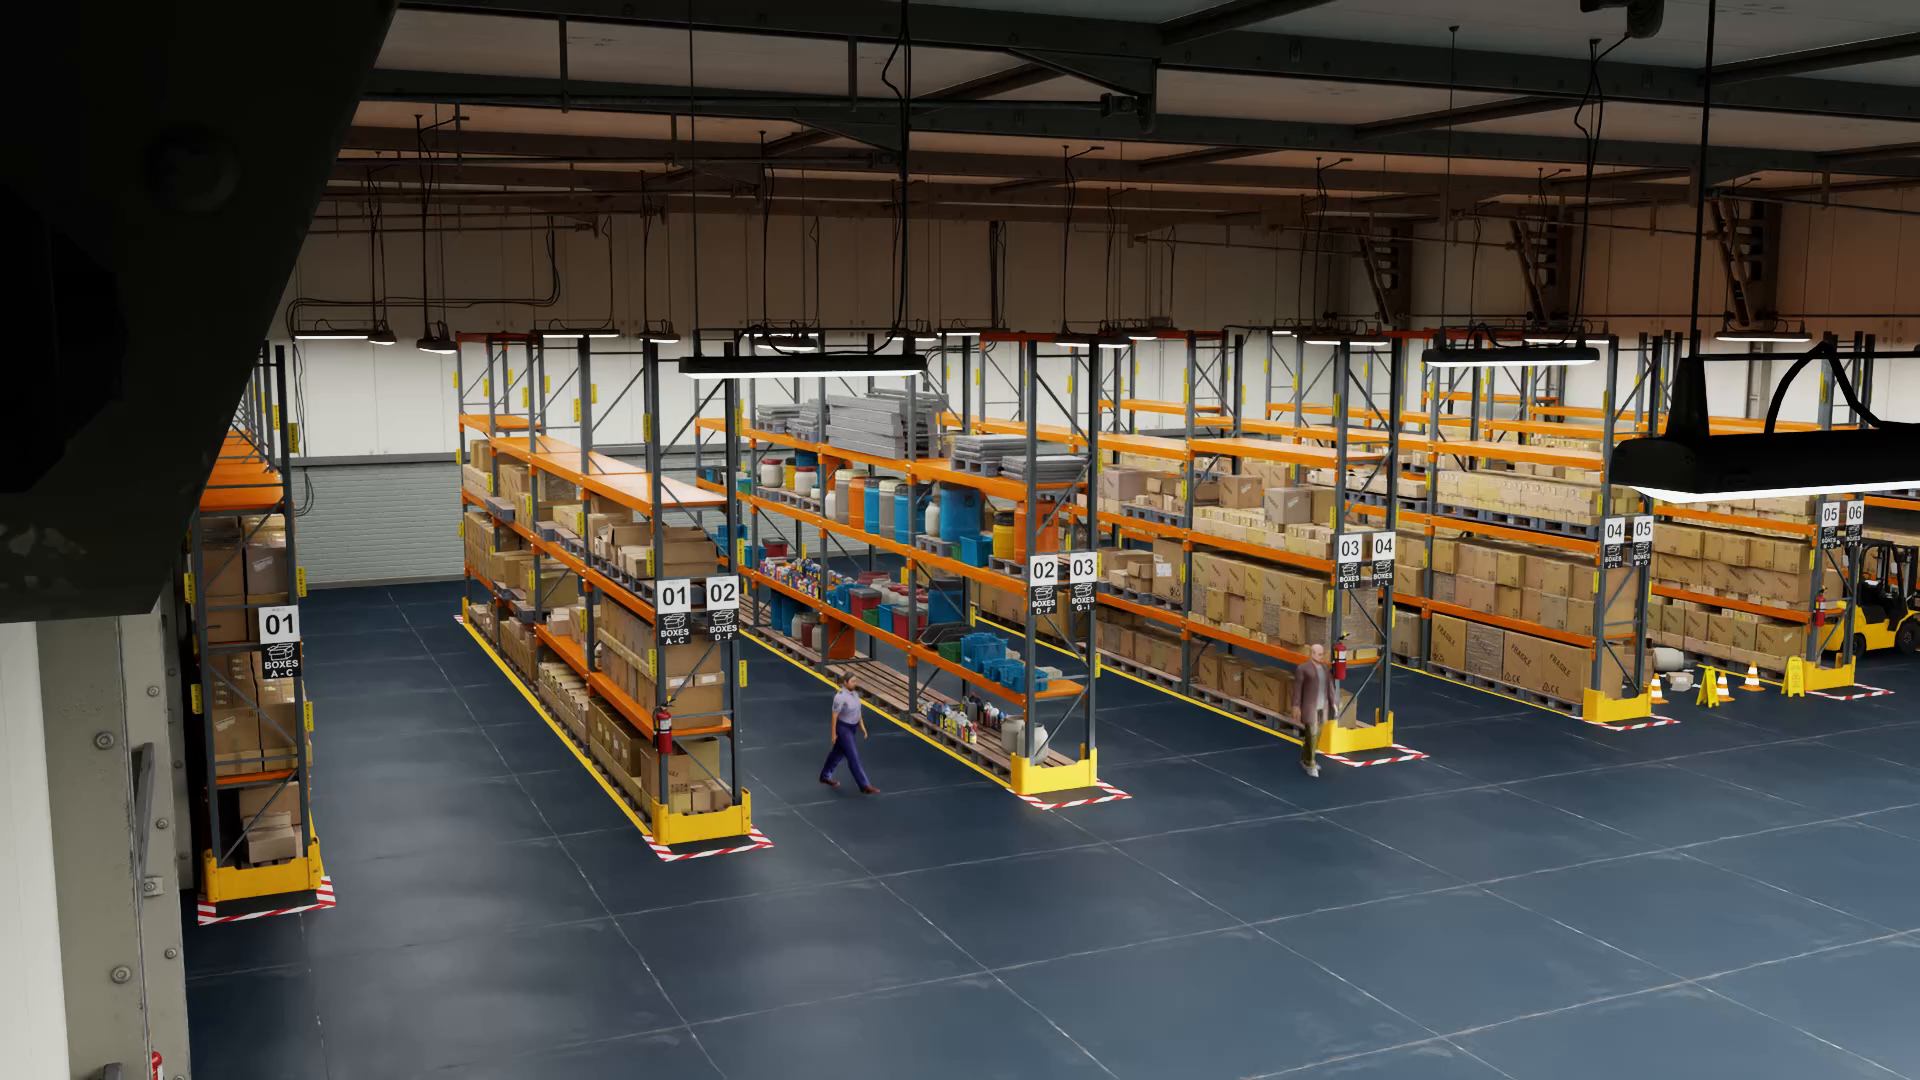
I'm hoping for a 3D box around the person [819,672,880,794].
[{"bbox_3d":[-1.467,2.542,22.158,0.988,1.593,0.529,2,8,17],"label":"person"}]

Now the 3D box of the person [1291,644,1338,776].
[{"bbox_3d":[4.950,2.371,23.170,0.644,1.849,0.564,-4,9,-26],"label":"person"}]

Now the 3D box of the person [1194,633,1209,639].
[{"bbox_3d":[4.784,1.106,32.807,0.383,1.679,0.505,5,9,35],"label":"person"}]
